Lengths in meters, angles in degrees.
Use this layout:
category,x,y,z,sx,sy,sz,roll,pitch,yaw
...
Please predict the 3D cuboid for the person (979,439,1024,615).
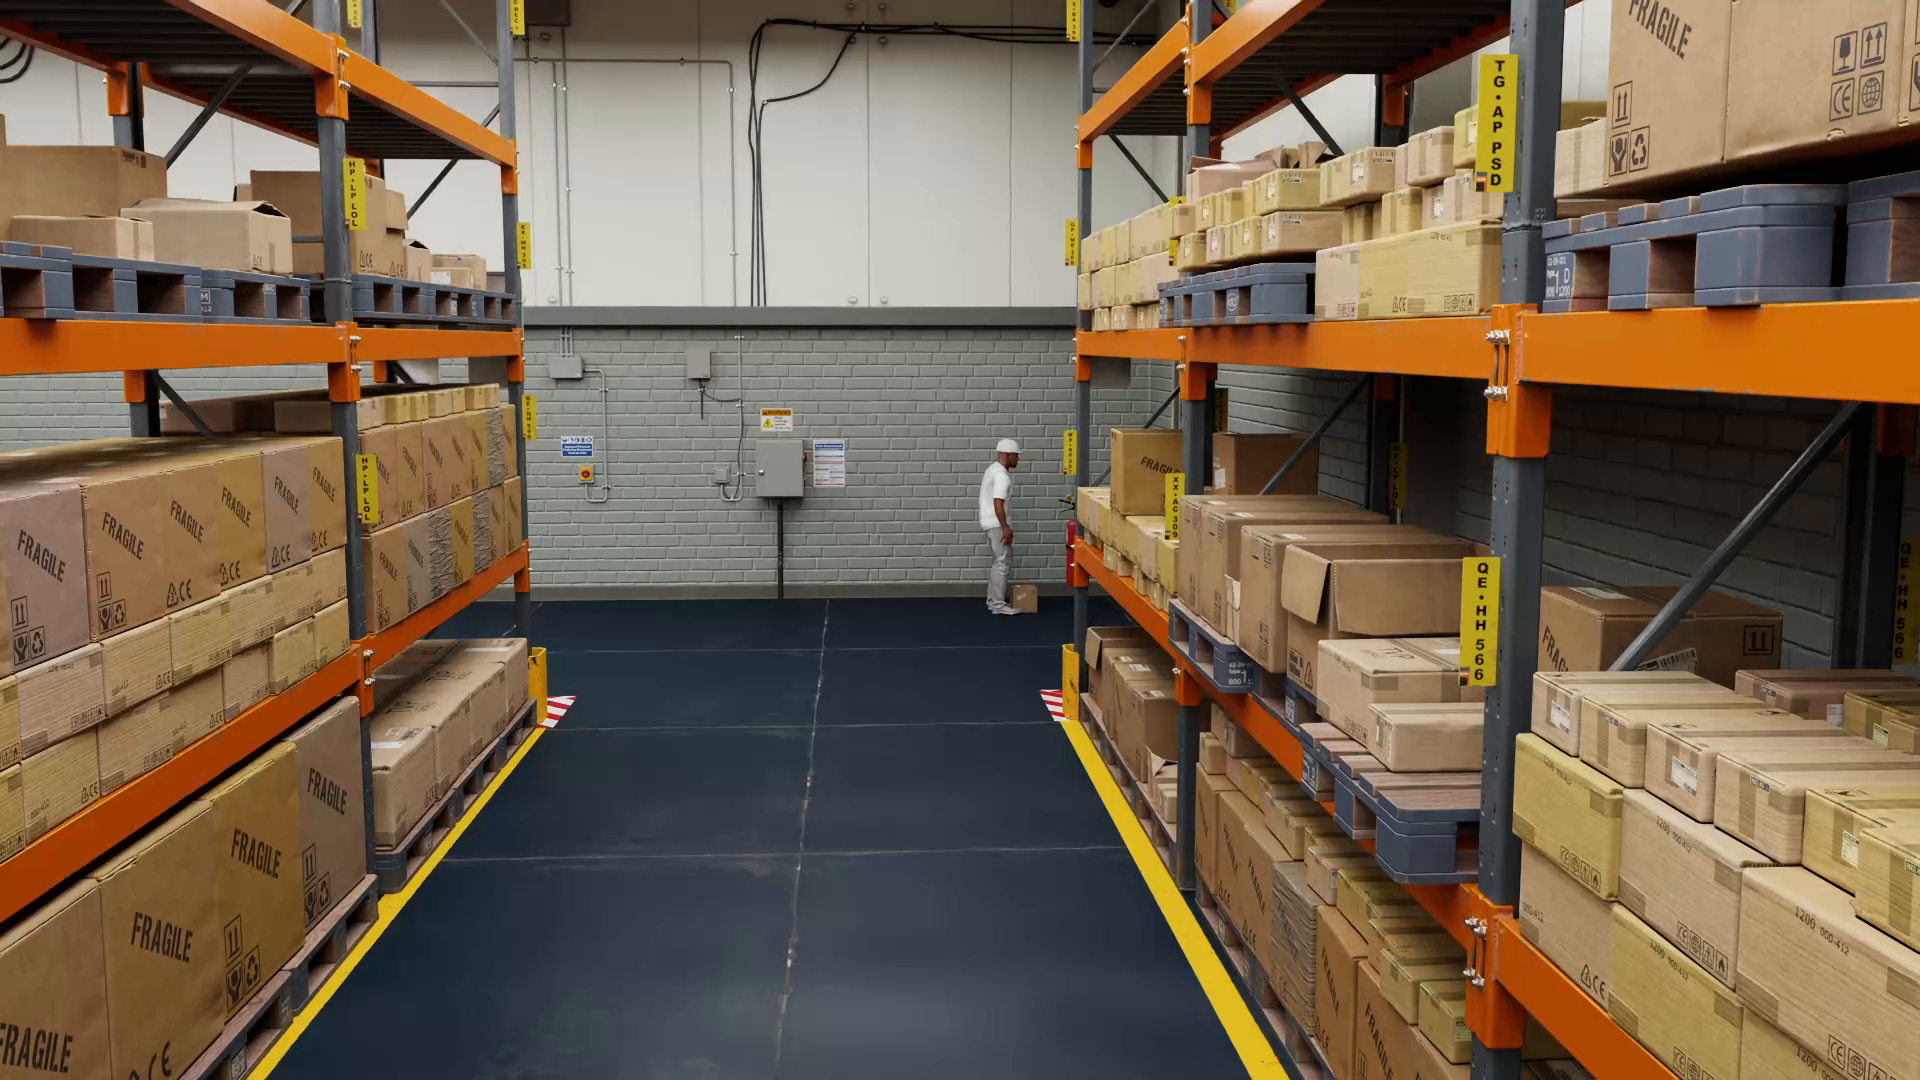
category,x,y,z,sx,sy,sz,roll,pitch,yaw
person,0.424,-0.142,16.864,0.456,1.758,0.628,0,7,-3
